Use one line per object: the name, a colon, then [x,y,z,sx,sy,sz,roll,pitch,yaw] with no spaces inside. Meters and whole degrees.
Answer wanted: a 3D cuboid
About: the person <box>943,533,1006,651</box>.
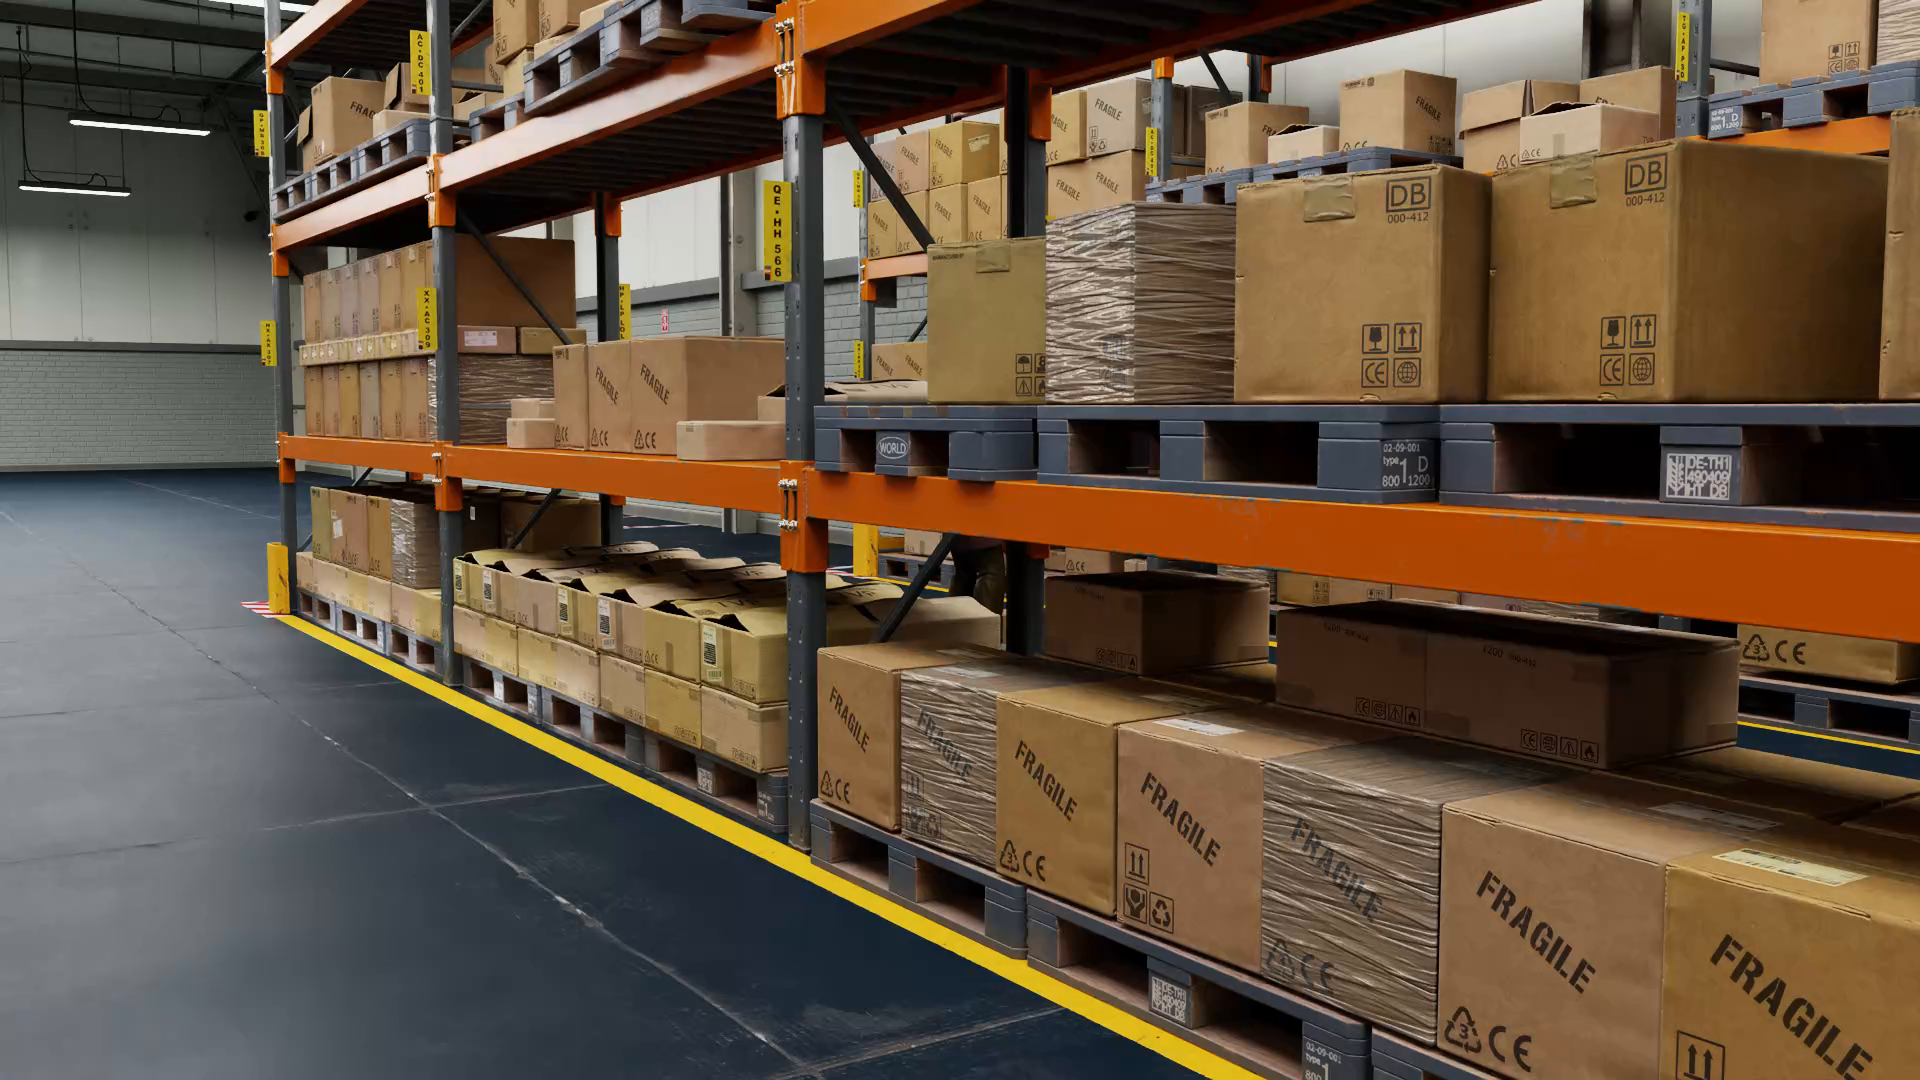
person: [0.093,-0.181,10.042,0.422,1.774,0.642,-3,5,-34]
